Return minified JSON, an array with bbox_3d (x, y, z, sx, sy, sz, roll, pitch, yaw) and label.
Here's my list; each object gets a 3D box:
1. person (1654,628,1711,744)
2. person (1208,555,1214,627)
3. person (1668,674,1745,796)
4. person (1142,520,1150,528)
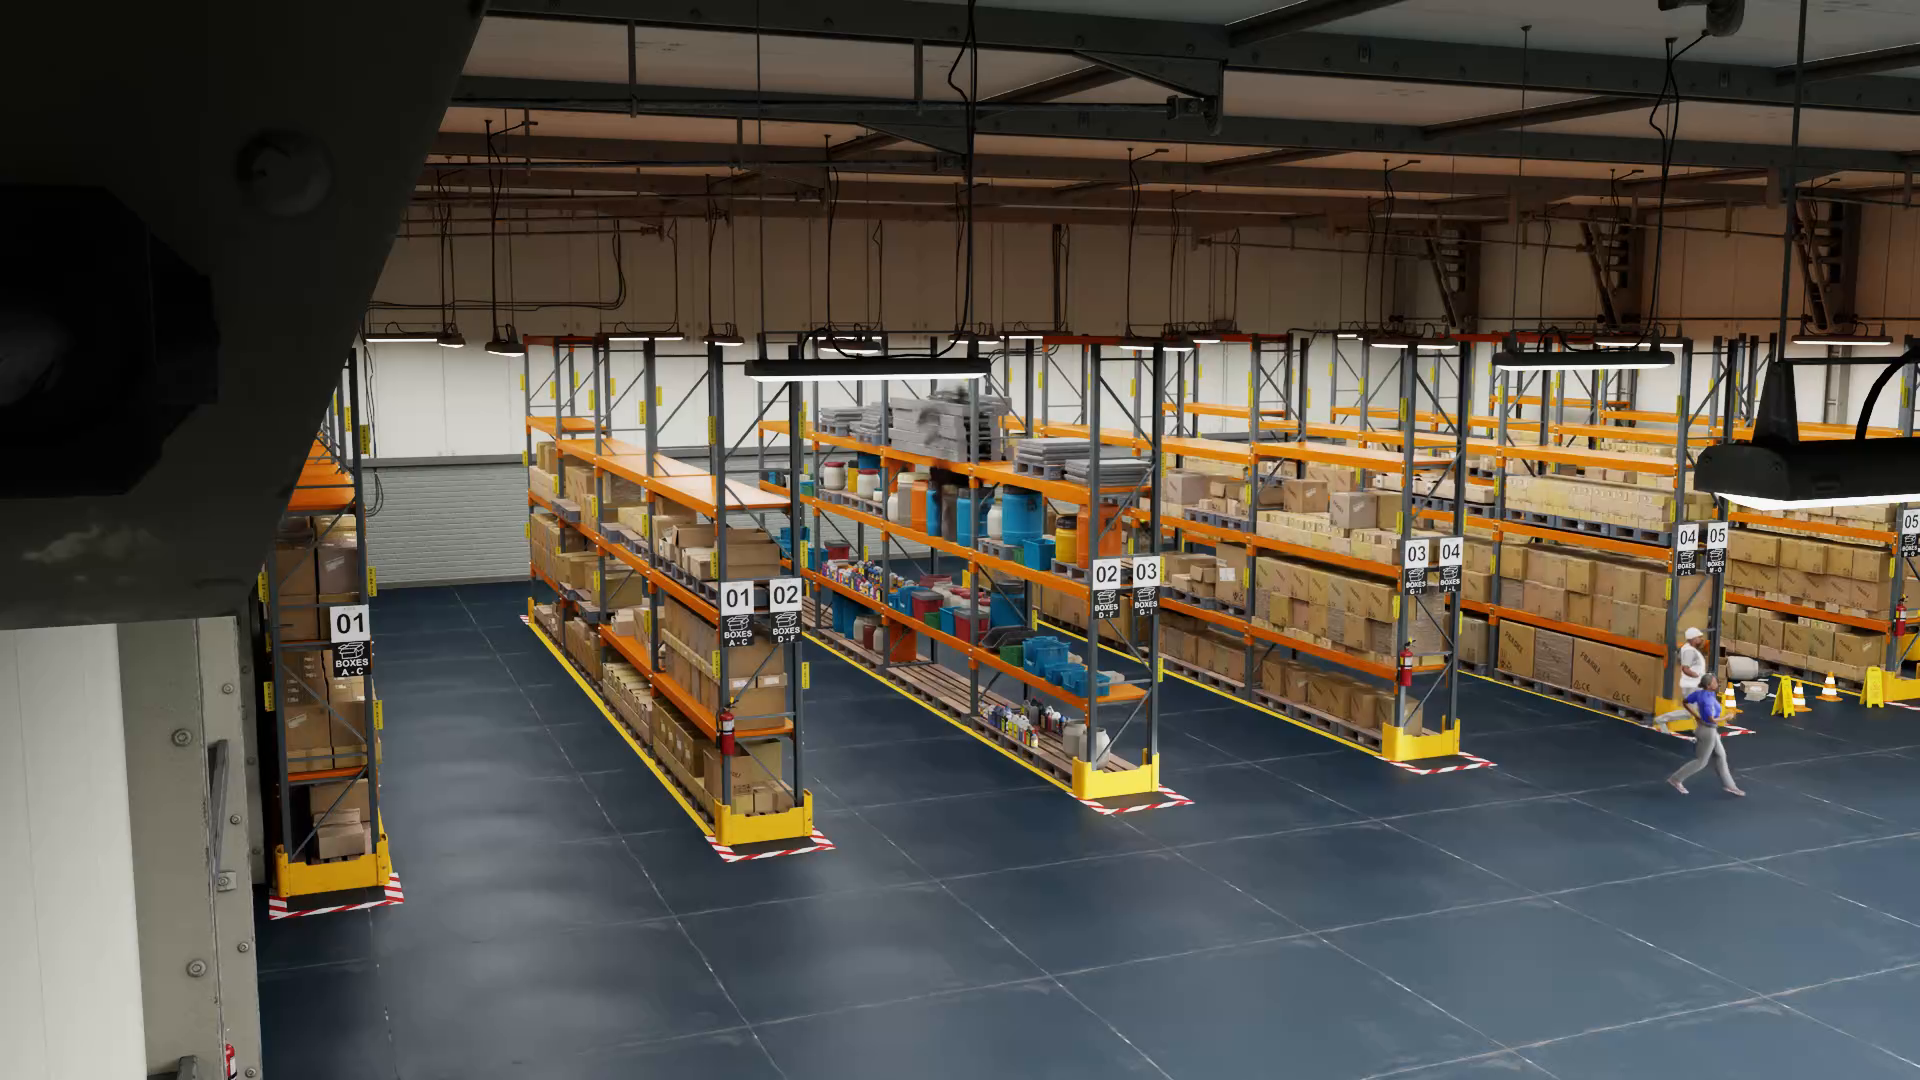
[{"bbox_3d":[10.858,2.183,24.791,0.874,1.778,0.683,4,9,27],"label":"person"},{"bbox_3d":[4.977,1.113,33.215,0.618,1.626,0.580,-4,9,-29],"label":"person"},{"bbox_3d":[9.932,2.577,22.038,0.995,1.636,0.586,2,8,15],"label":"person"},{"bbox_3d":[4.274,0.352,38.427,0.711,1.801,0.857,-3,8,-23],"label":"person"}]
